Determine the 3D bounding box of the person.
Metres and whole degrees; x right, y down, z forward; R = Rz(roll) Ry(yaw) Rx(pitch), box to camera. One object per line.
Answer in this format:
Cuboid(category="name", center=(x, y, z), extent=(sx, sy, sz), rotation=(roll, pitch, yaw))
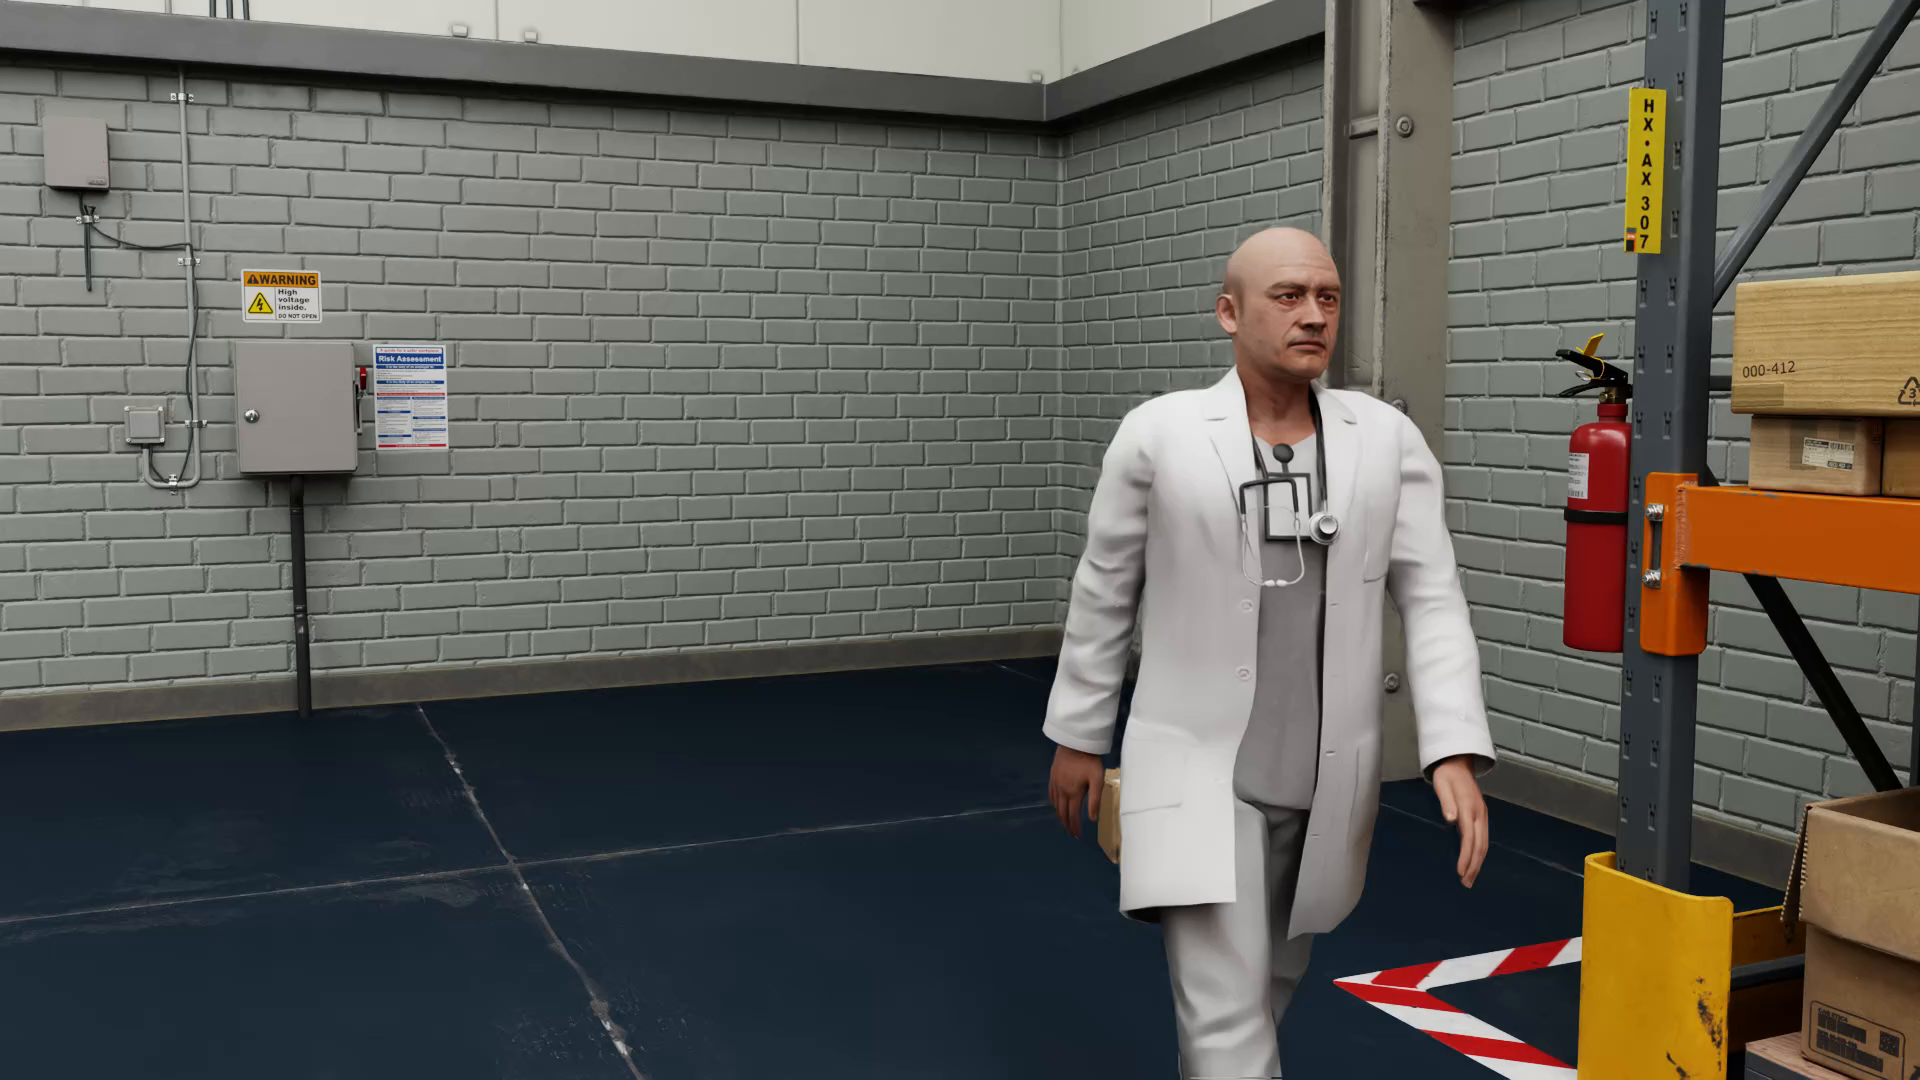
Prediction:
Cuboid(category="person", center=(0.497, 0.366, 2.662), extent=(0.628, 1.712, 1.188), rotation=(-1, 5, -11))
